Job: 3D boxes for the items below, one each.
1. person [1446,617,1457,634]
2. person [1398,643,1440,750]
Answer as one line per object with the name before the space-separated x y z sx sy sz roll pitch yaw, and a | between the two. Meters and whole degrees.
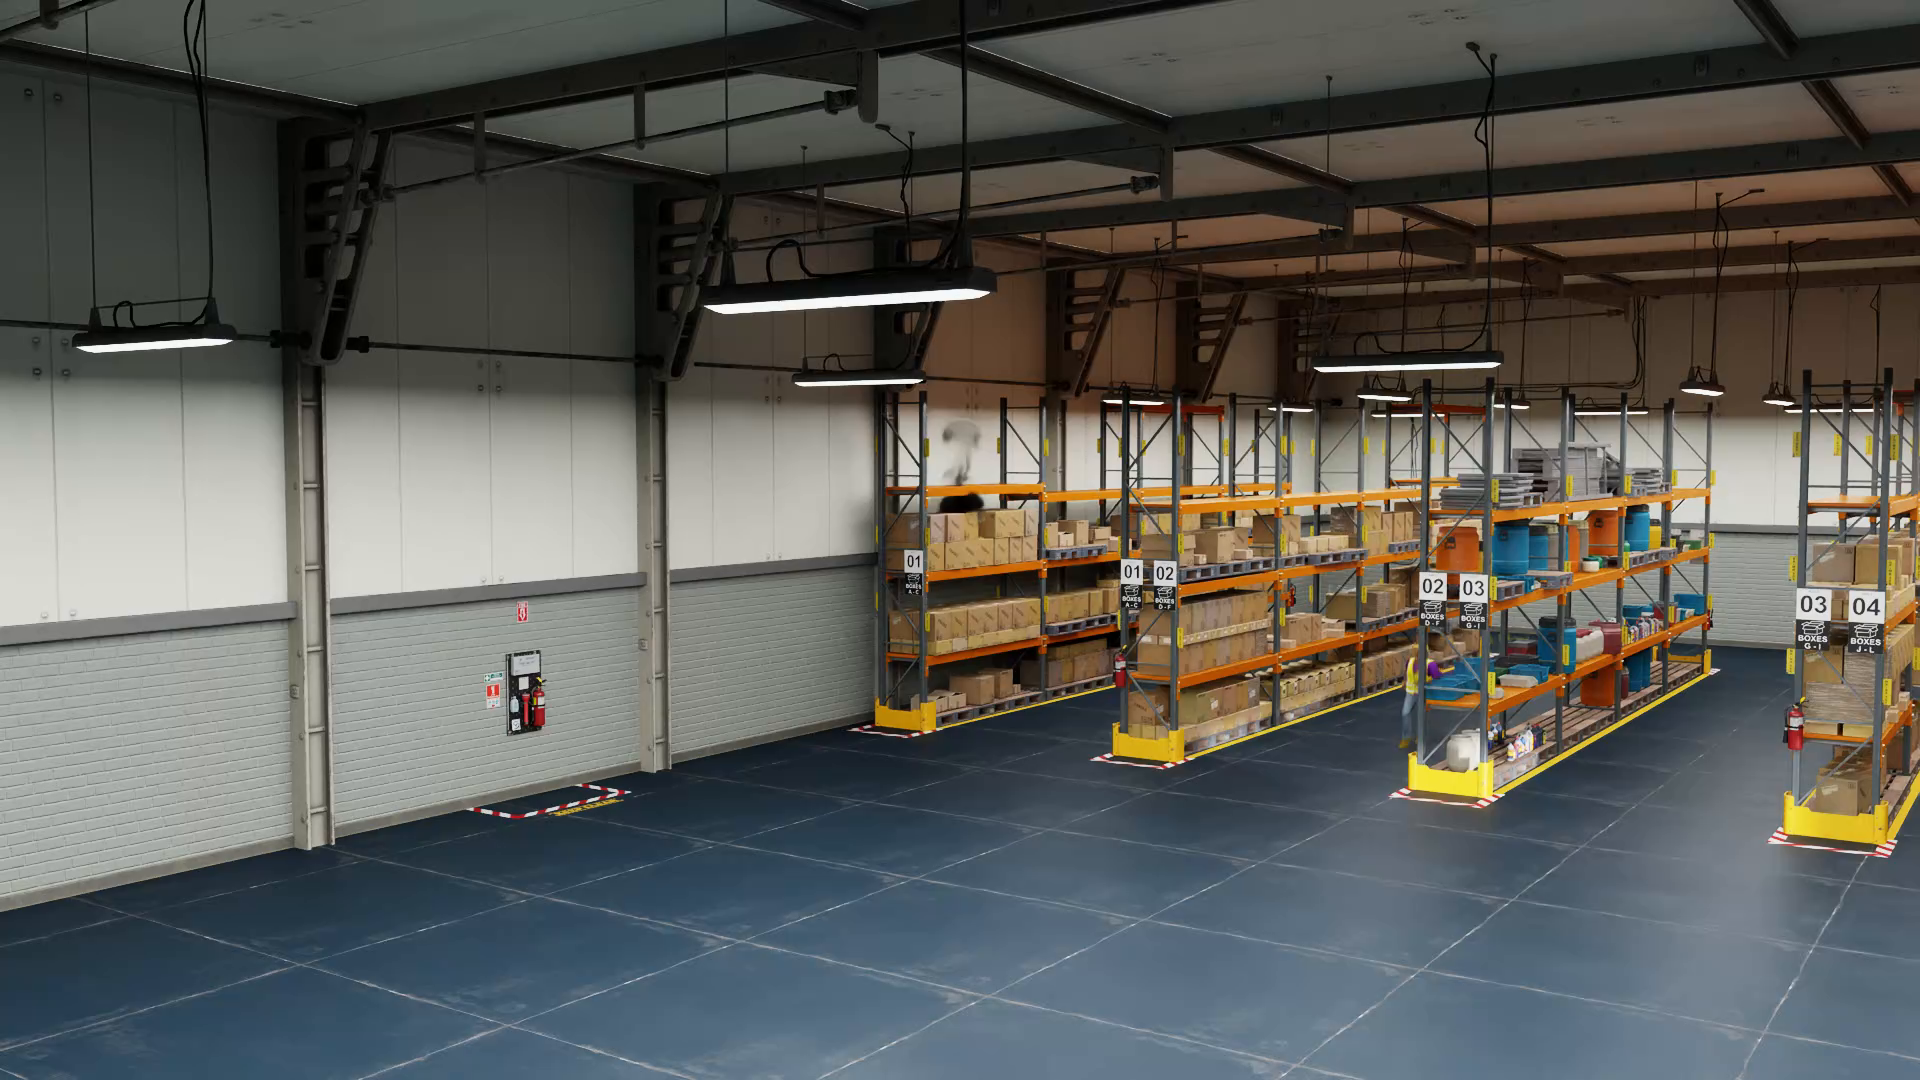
person | 12.301 1.873 41.685 0.561 1.628 0.615 2 4 36
person | 7.664 2.596 27.657 0.696 1.815 0.700 2 4 37
